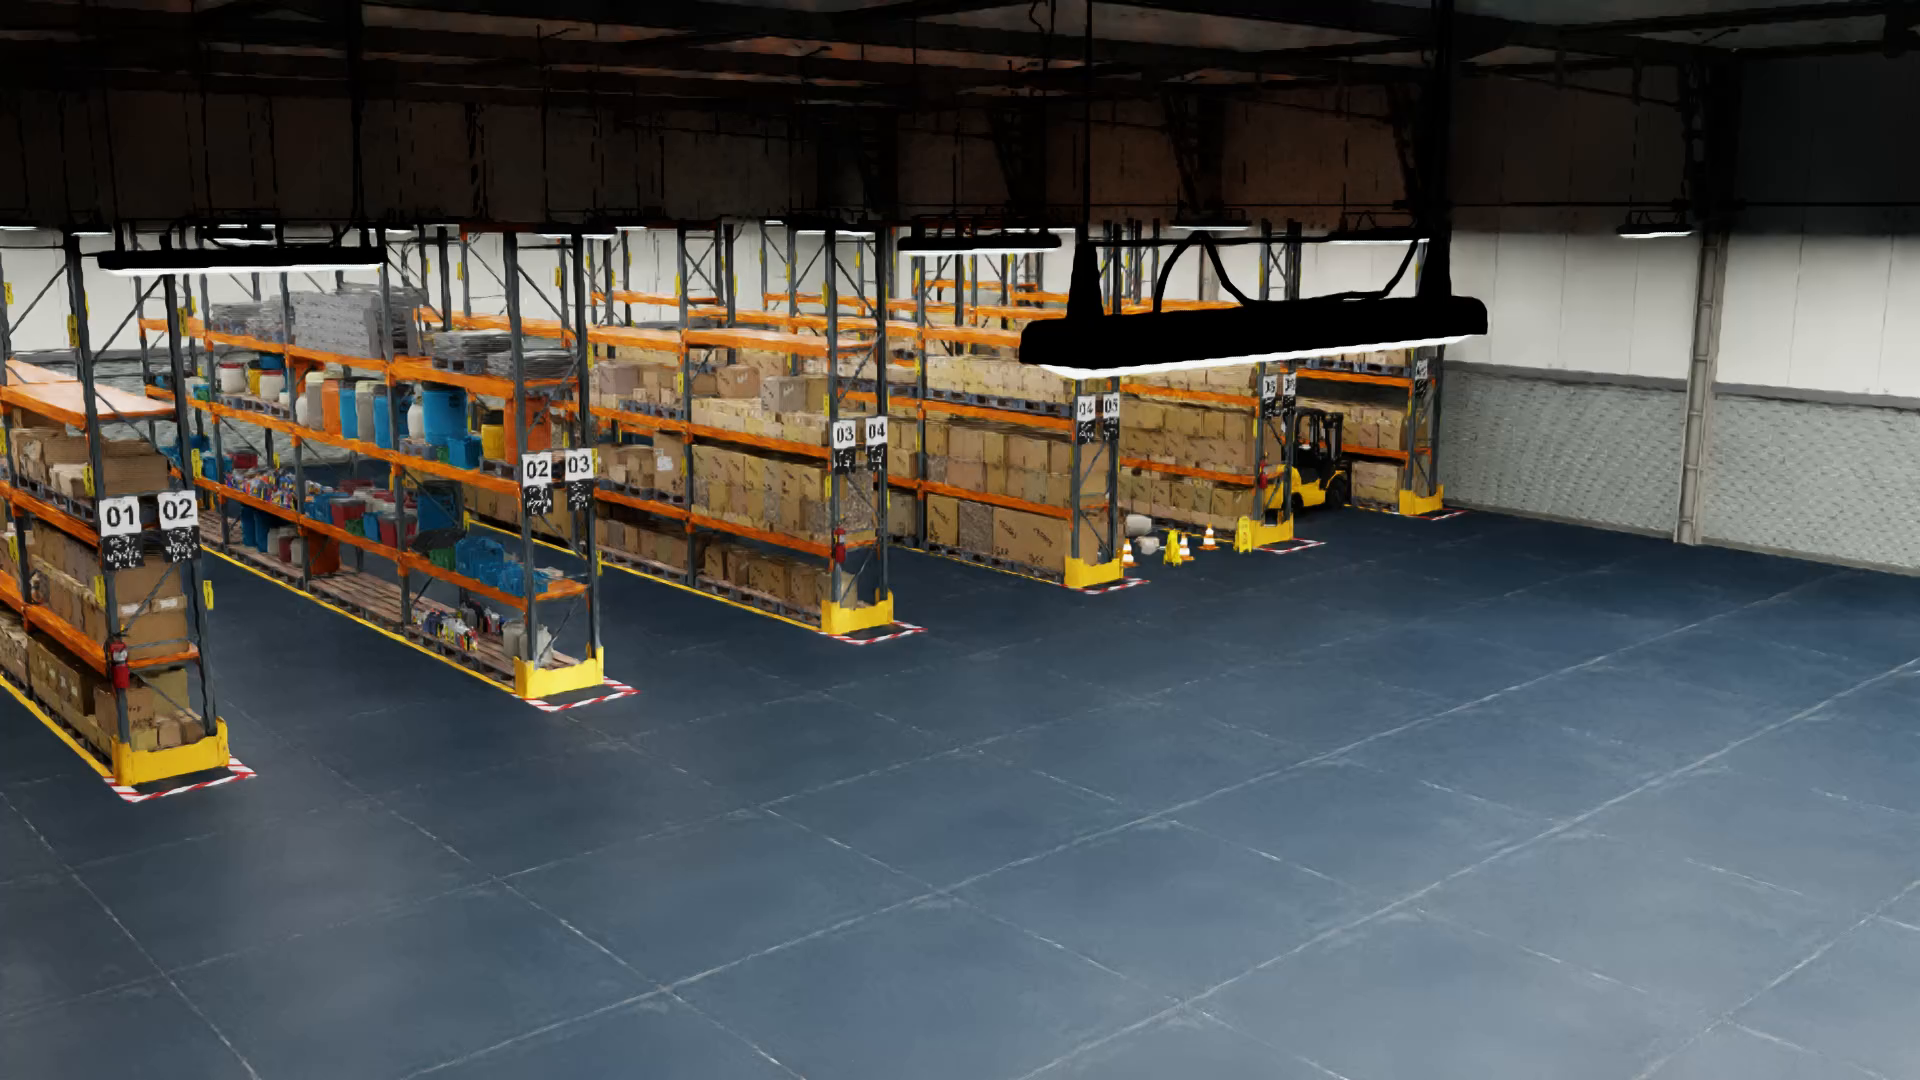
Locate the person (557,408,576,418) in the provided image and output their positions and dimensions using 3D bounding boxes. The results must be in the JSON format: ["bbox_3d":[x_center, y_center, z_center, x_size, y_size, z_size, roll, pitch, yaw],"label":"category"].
[{"bbox_3d":[-10.187,-3.084,43.064,0.486,1.616,0.959,-4,12,-18],"label":"person"}]
